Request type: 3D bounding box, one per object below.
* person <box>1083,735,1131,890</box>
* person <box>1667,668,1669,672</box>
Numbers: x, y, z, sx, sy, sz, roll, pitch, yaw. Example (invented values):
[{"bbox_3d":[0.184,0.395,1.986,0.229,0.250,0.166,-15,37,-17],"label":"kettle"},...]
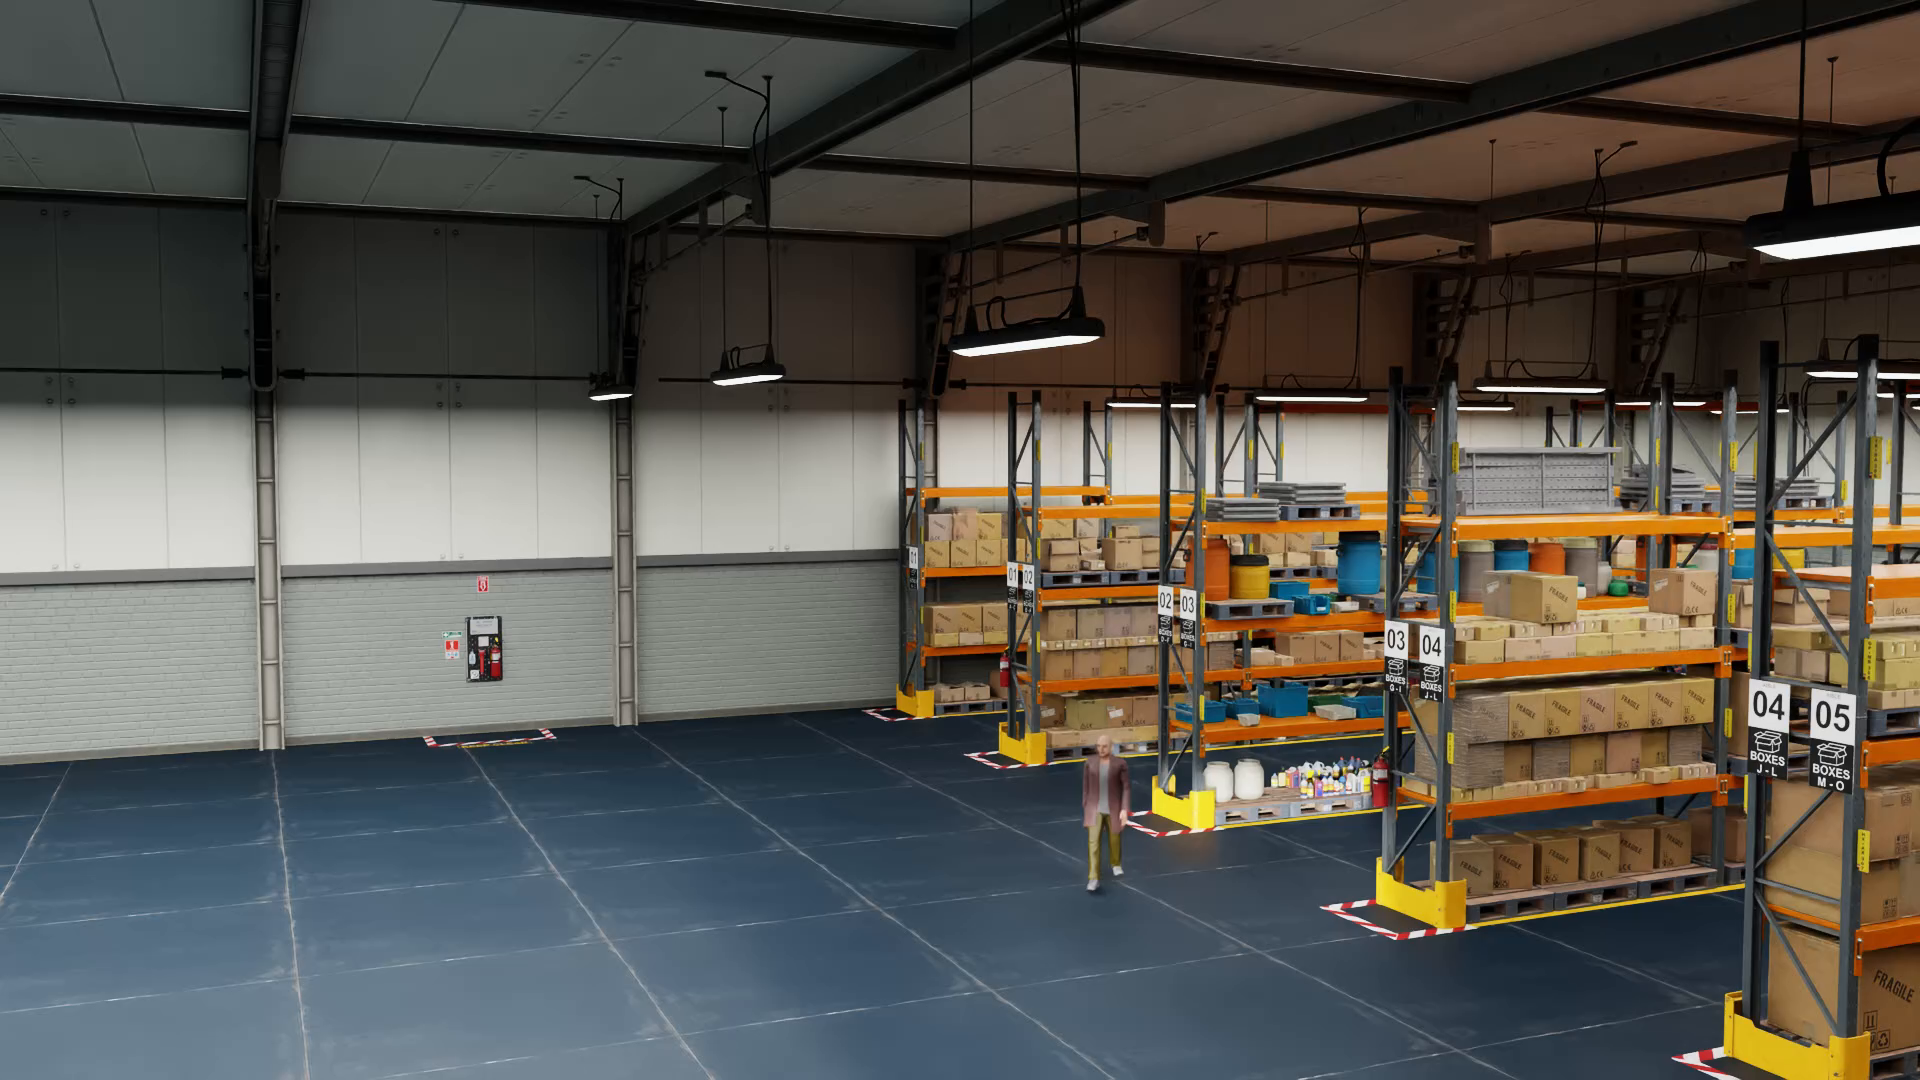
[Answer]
[{"bbox_3d":[1.707,3.146,19.433,0.589,1.740,1.049,1,3,13],"label":"person"},{"bbox_3d":[12.688,2.609,30.137,0.899,1.535,0.446,-1,4,-24],"label":"person"}]
